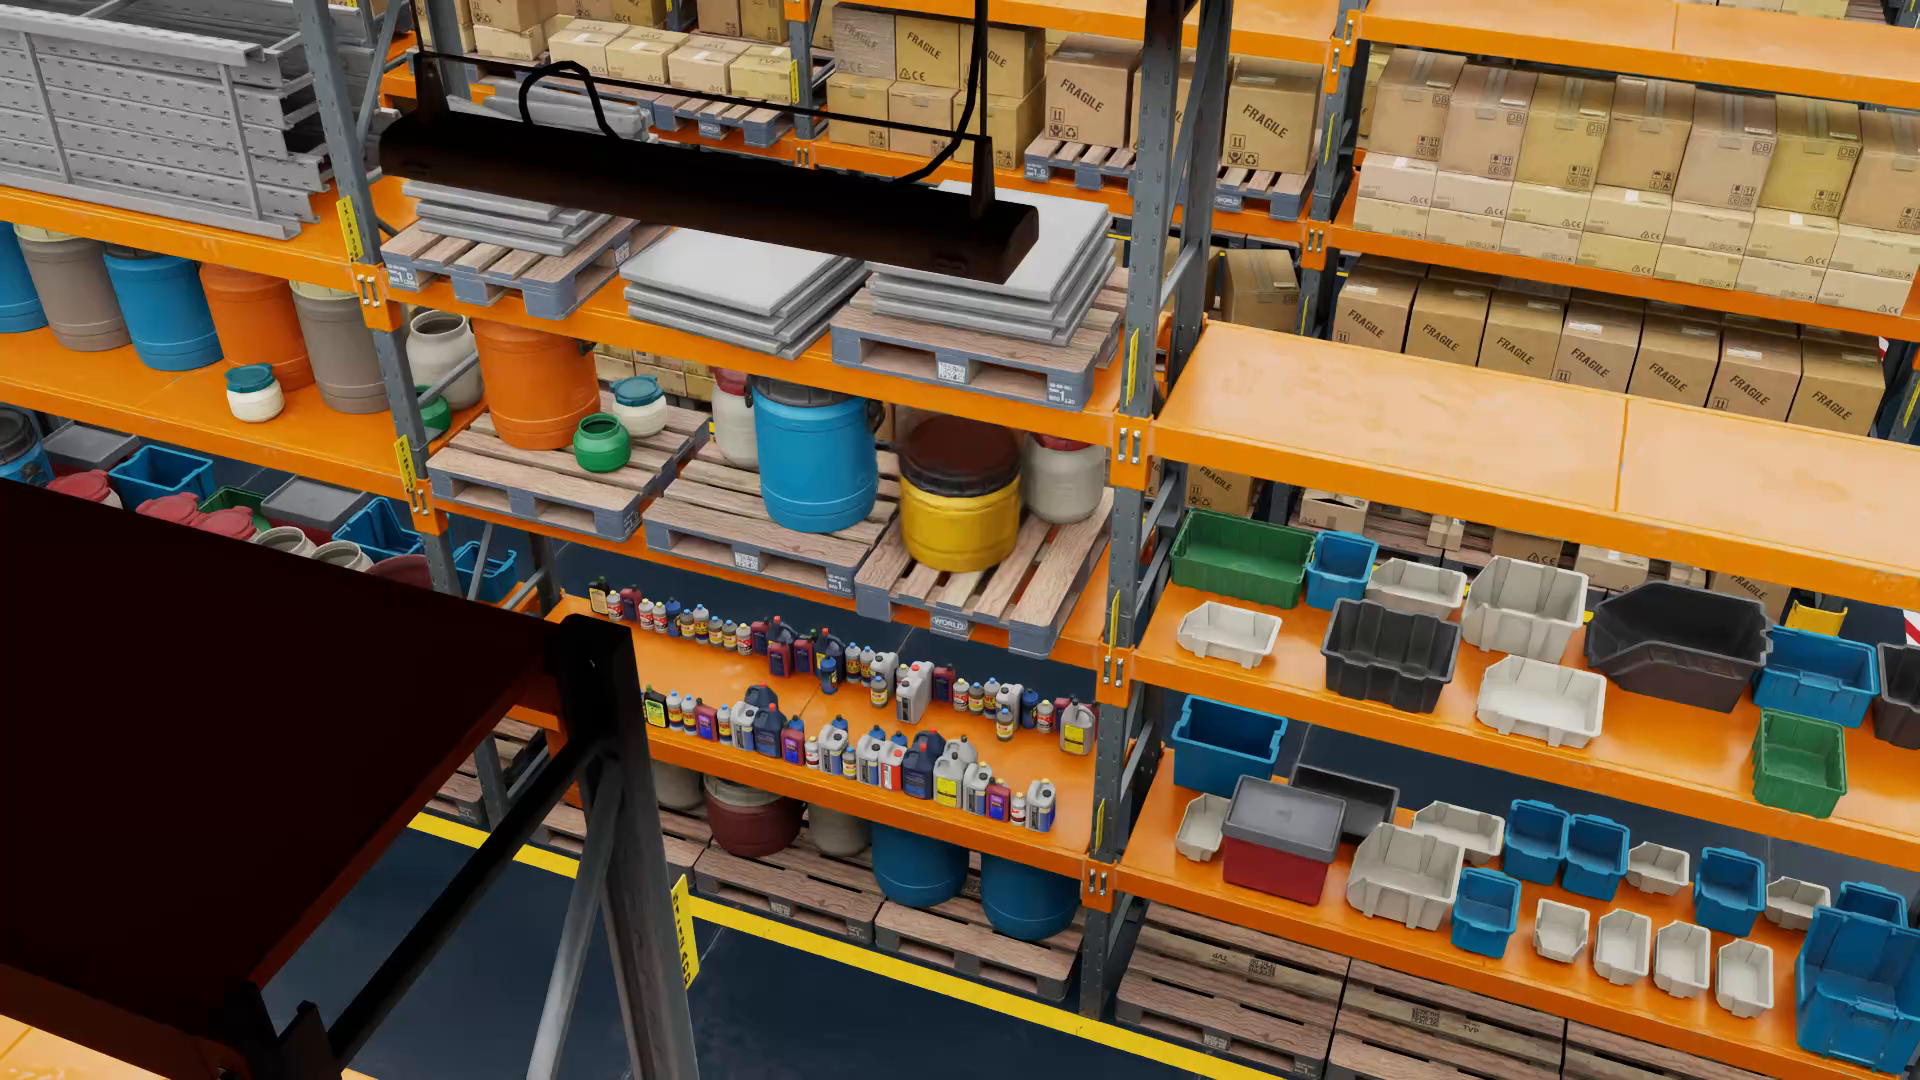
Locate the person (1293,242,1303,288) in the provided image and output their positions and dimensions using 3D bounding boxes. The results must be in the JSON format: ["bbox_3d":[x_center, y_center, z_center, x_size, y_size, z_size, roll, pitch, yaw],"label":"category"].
[{"bbox_3d":[2.983,-2.029,14.710,0.967,1.666,0.525,6,37,8],"label":"person"}]
